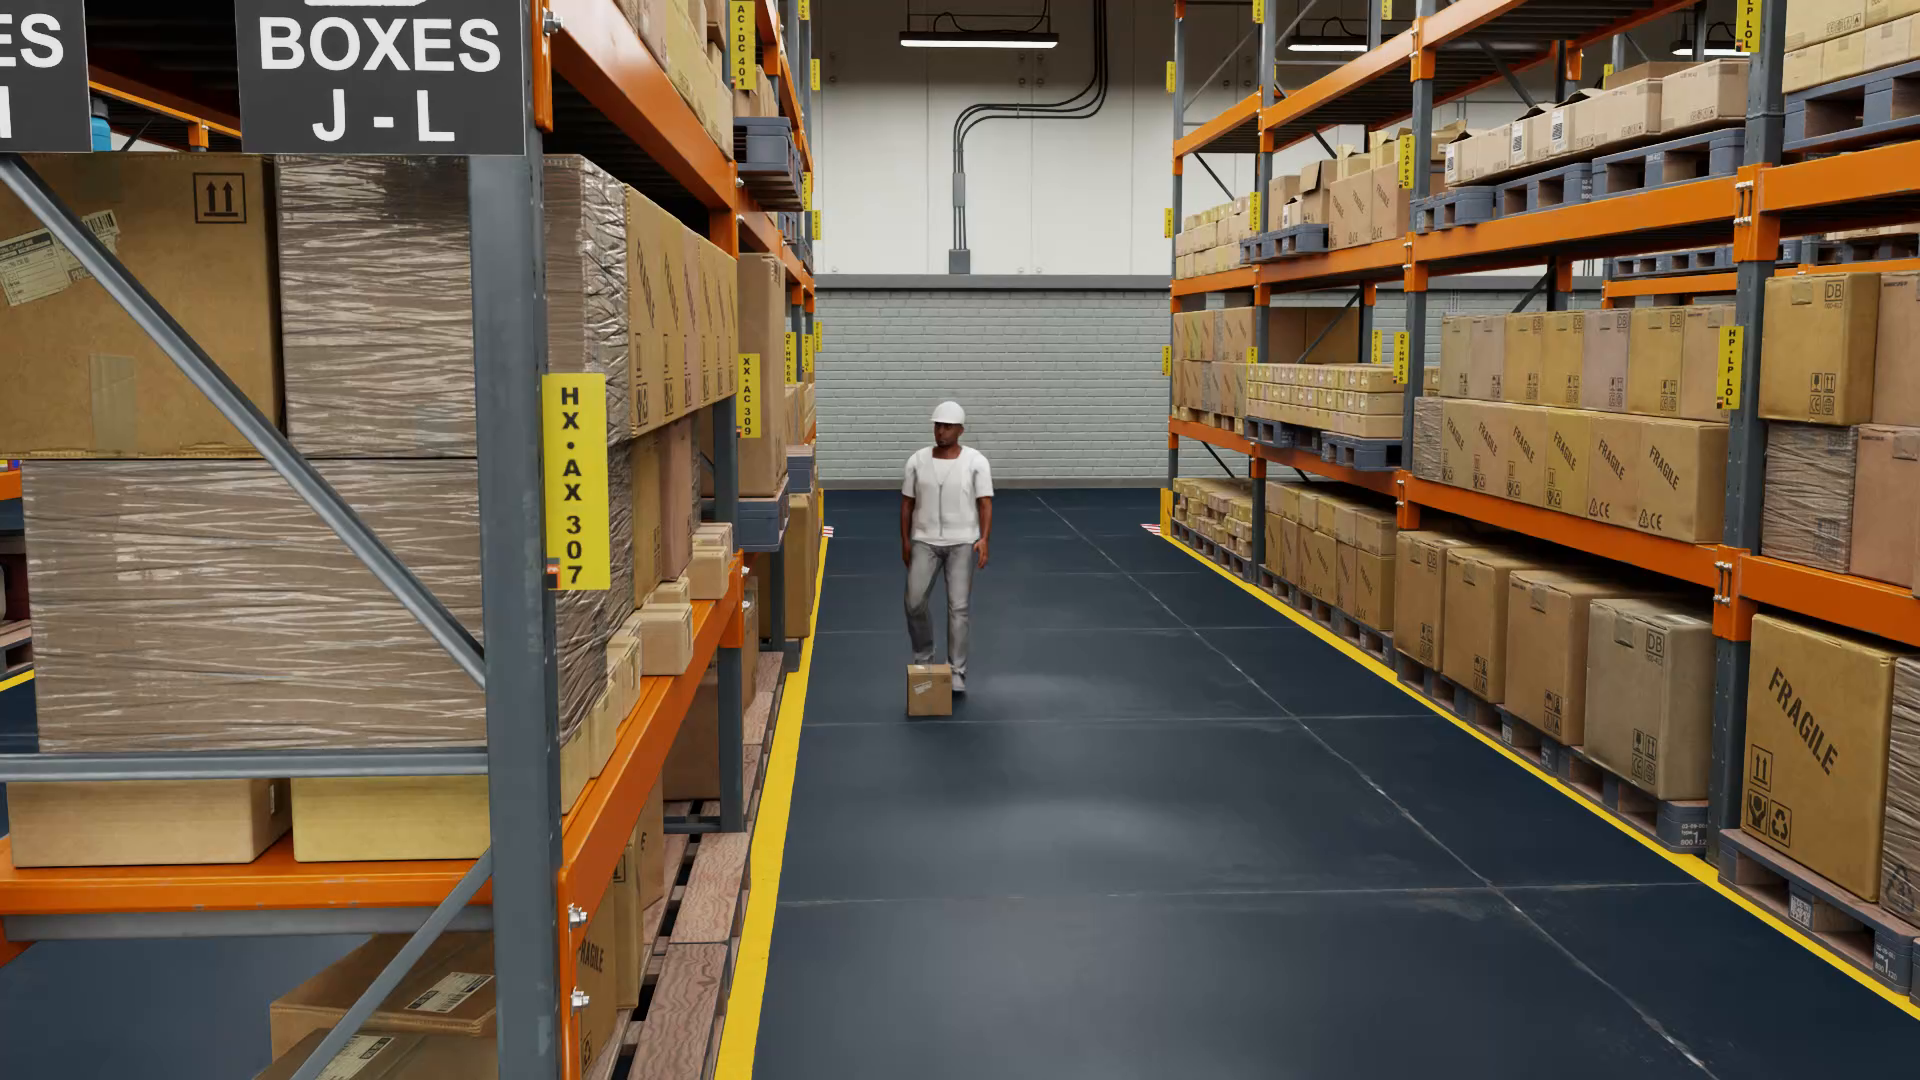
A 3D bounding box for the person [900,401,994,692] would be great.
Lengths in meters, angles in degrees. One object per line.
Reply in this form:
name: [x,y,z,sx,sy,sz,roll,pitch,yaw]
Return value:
person: [-0.099,0.047,10.172,0.595,1.778,0.536,1,7,9]
